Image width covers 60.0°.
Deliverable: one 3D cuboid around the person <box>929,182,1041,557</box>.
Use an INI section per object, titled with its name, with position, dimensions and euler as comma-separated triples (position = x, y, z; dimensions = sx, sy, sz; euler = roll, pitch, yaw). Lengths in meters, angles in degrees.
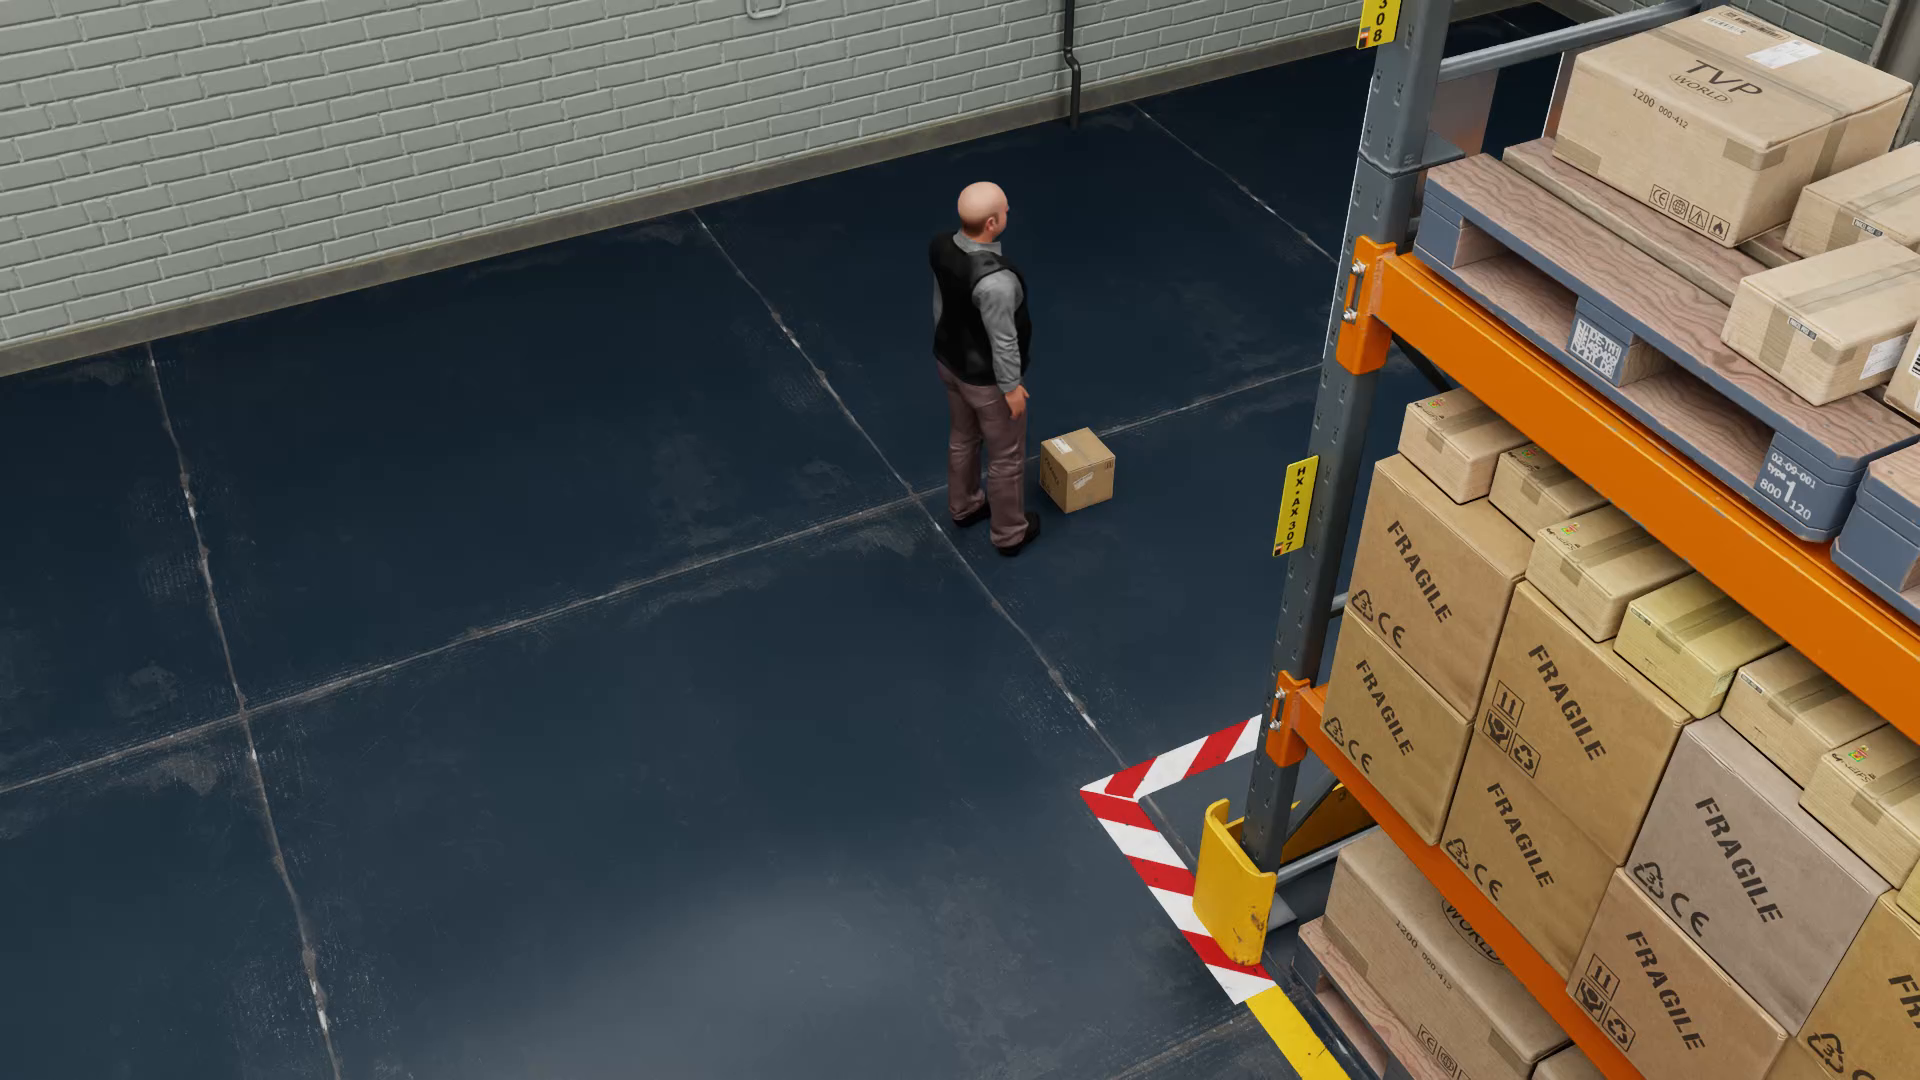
[person]
position = 0.112, -0.743, 7.021
dimensions = 0.402, 1.721, 0.572
euler = -23, 46, -24
